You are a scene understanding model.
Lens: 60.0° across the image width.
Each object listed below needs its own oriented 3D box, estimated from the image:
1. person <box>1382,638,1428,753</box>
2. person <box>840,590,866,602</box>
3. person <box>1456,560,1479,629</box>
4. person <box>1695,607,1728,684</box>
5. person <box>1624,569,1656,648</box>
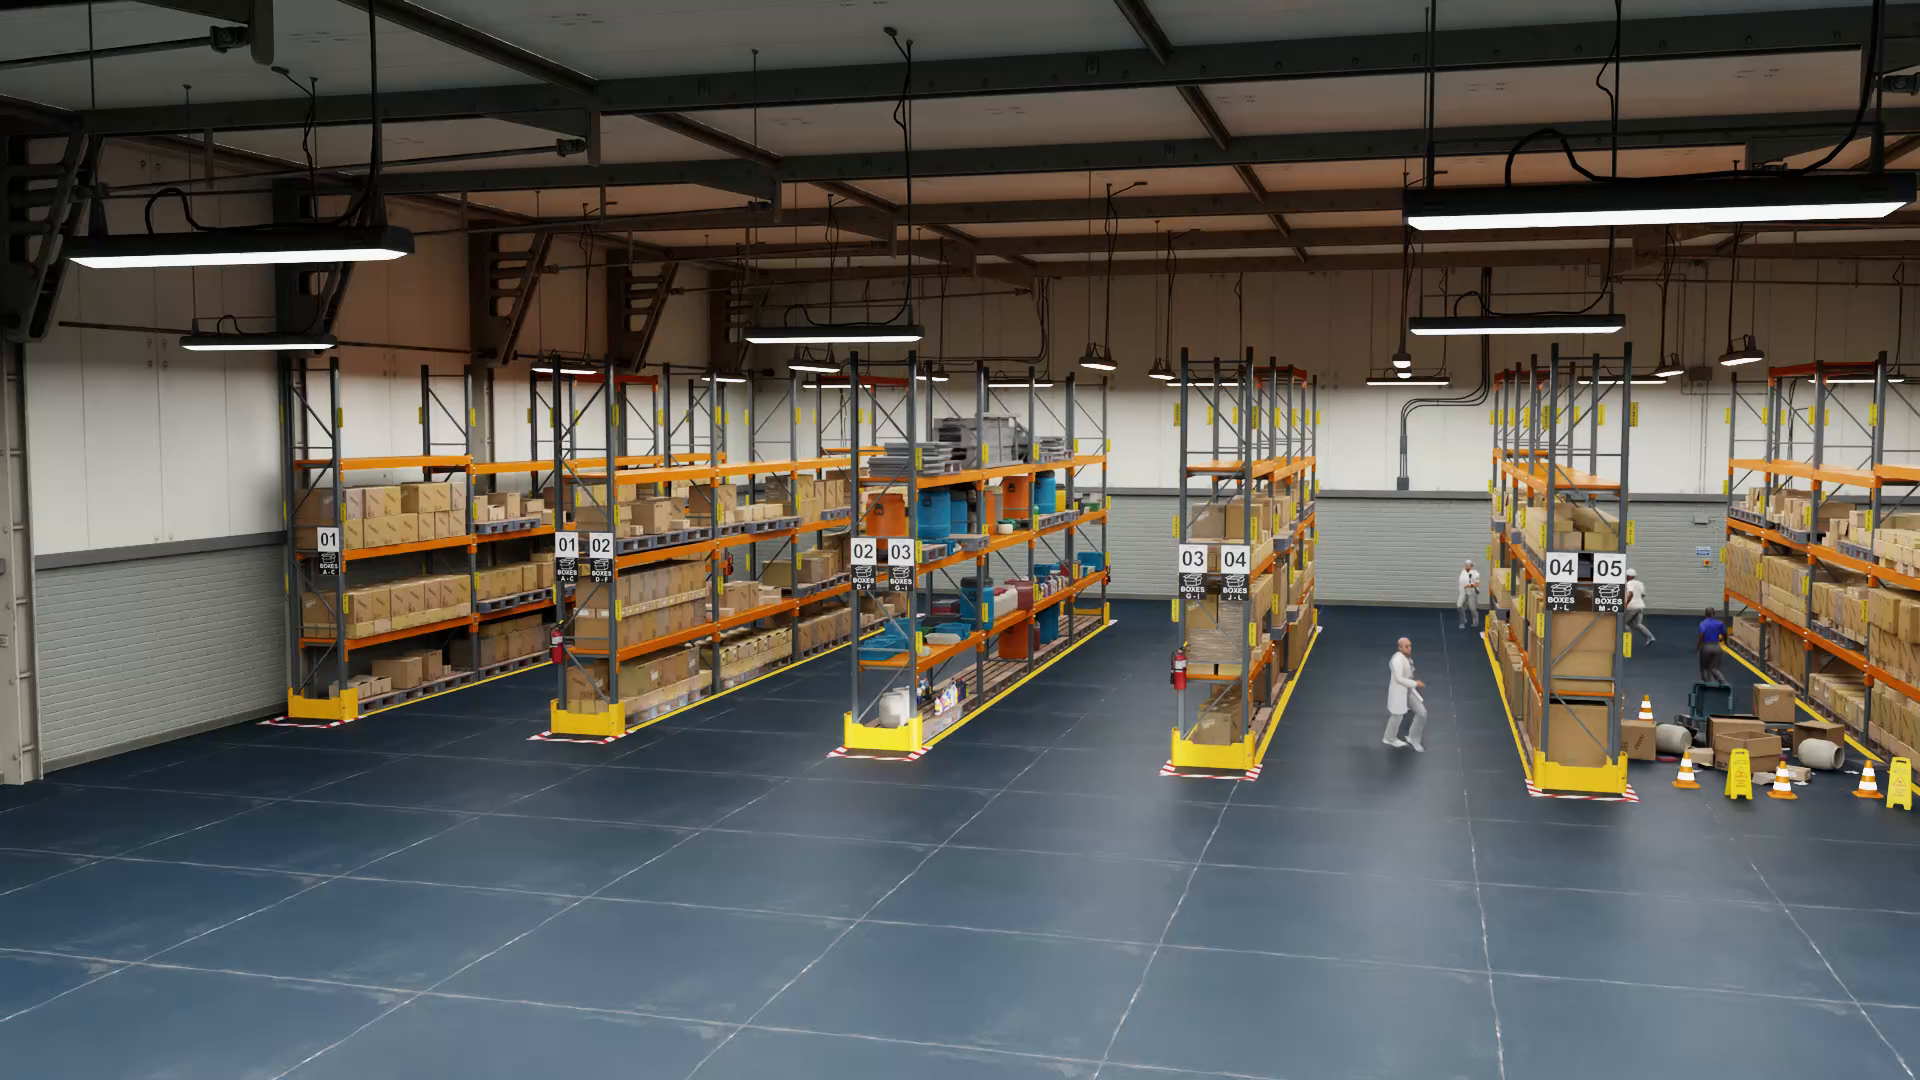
[{"bbox_3d":[6.561,2.327,24.847,0.736,1.780,0.802,-3,5,-39],"label":"person"},{"bbox_3d":[-2.799,0.849,44.692,0.674,1.828,0.894,-3,5,-38],"label":"person"},{"bbox_3d":[12.082,1.301,39.447,0.511,1.684,0.800,3,5,39],"label":"person"},{"bbox_3d":[13.569,2.016,29.958,0.570,1.604,0.722,0,4,-1],"label":"person"},{"bbox_3d":[14.677,1.500,36.025,0.698,1.726,0.887,-2,5,-27],"label":"person"}]
